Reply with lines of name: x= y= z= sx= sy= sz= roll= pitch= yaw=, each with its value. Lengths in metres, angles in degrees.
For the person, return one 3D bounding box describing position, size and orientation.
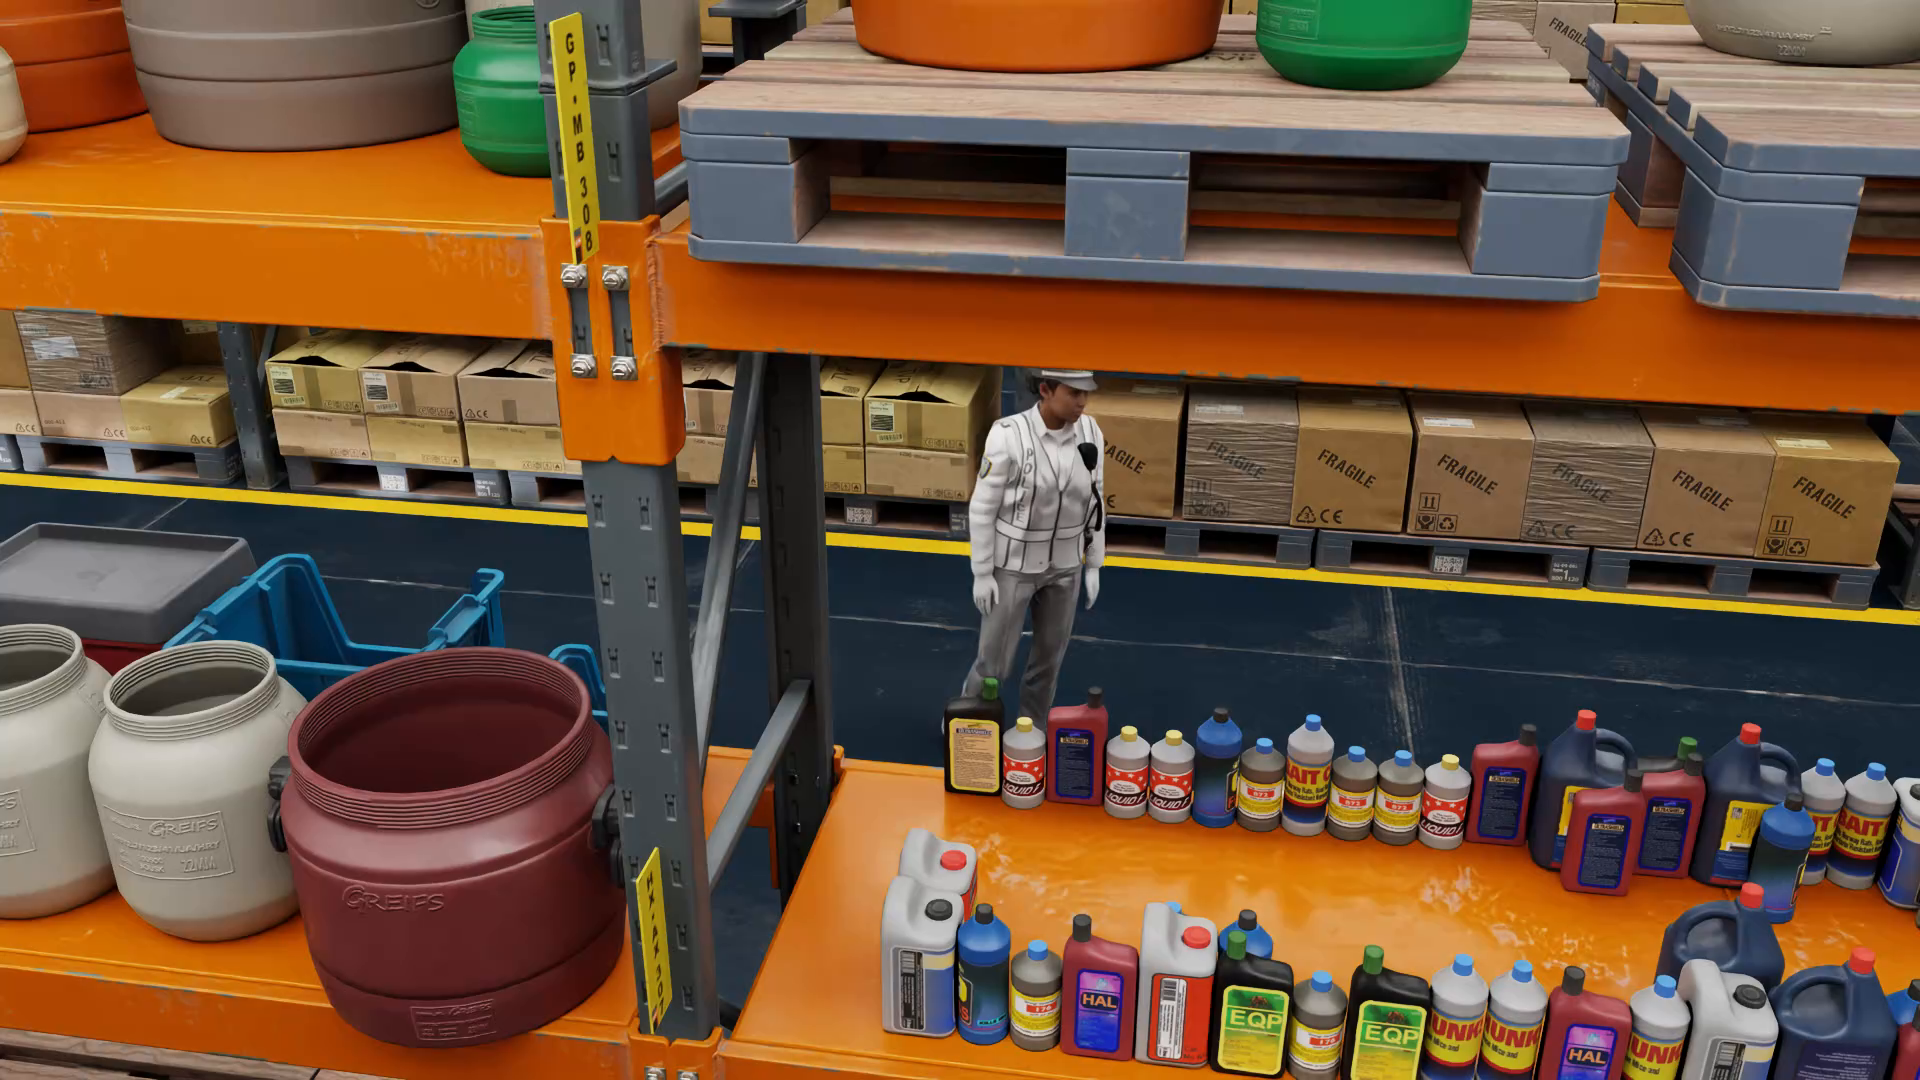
person: x=0.233 y=0.071 z=5.924 sx=0.541 sy=1.667 sz=0.514 roll=-10 pitch=27 yaw=-20
